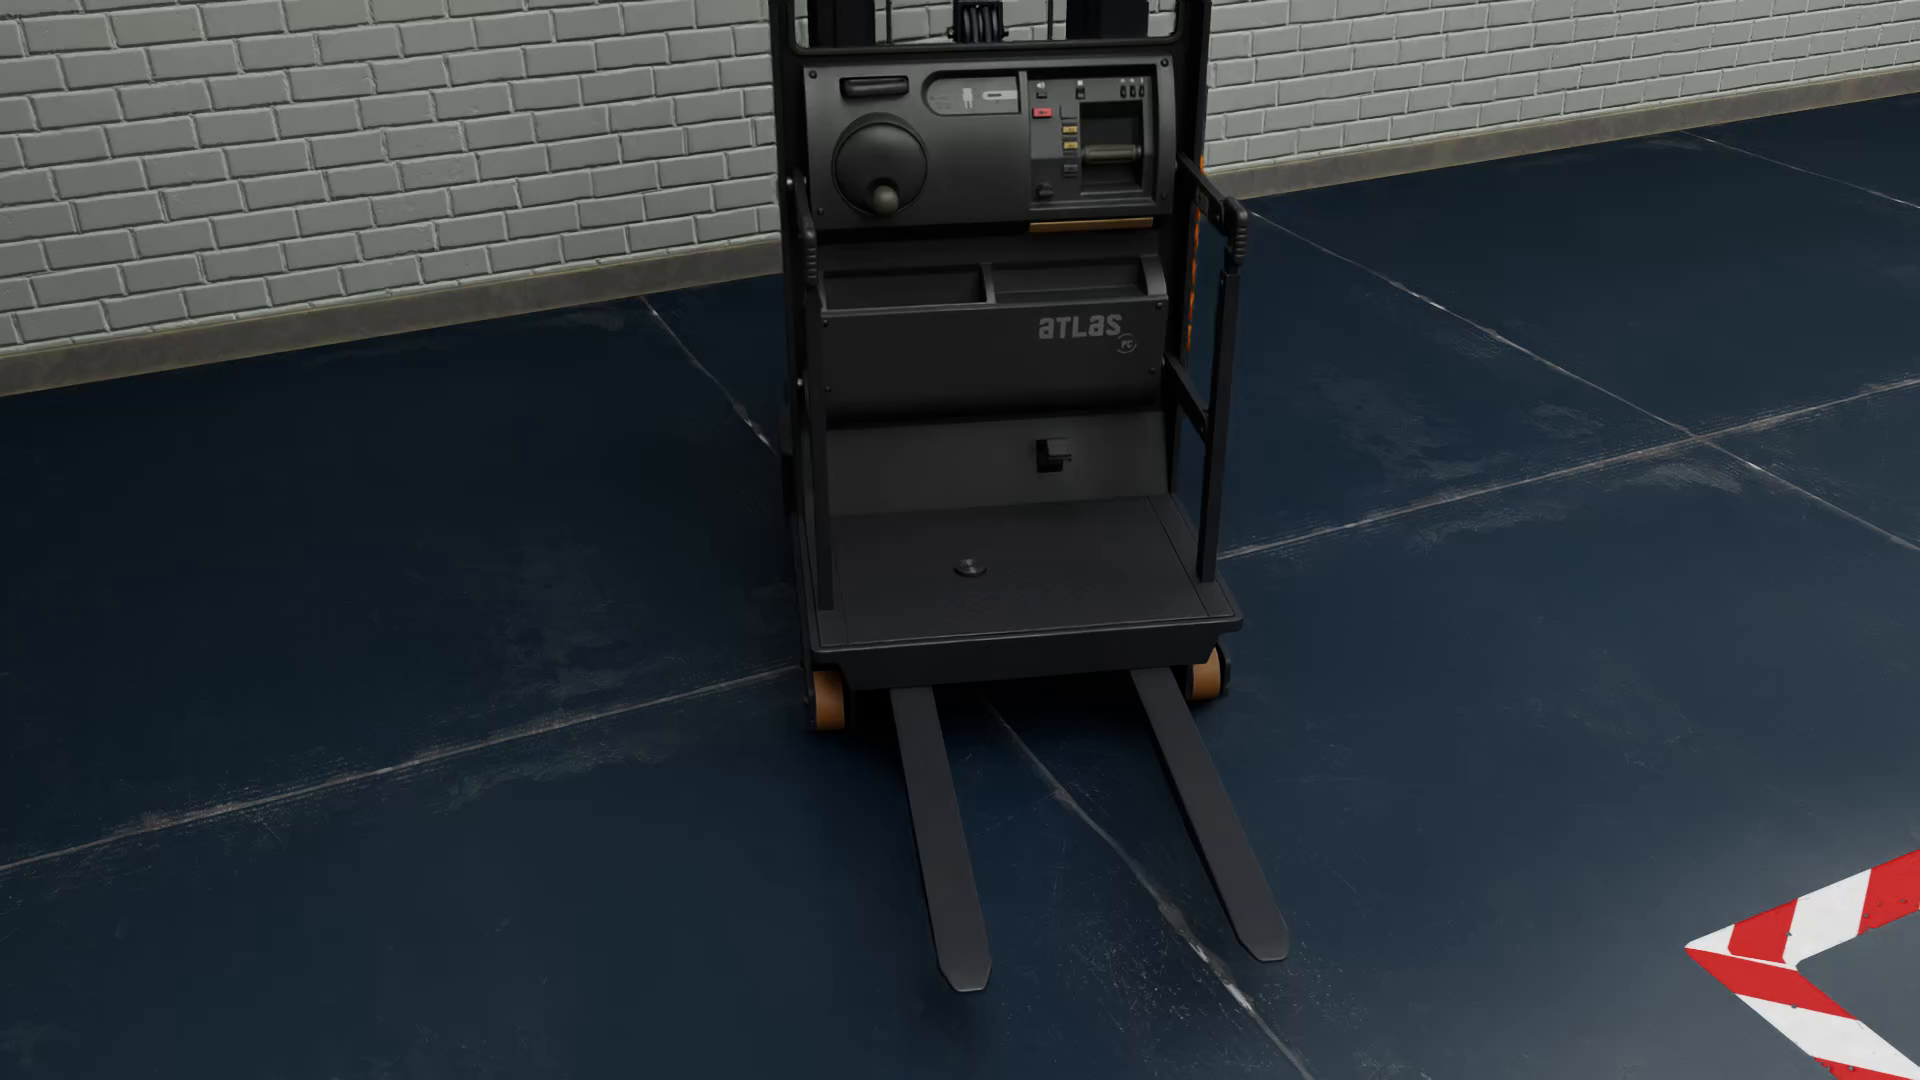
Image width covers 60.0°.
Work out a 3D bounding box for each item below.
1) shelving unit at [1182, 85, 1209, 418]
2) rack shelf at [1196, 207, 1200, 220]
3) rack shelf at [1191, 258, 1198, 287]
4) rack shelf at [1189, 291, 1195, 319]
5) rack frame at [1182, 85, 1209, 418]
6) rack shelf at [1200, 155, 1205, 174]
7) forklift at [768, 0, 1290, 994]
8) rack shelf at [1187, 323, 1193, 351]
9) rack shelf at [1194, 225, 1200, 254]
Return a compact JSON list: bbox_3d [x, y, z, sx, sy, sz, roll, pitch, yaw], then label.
[{"bbox_3d":[0.667,-0.955,5.726,0.258,1.200,0.189,14,32,23],"label":"shelving unit"},{"bbox_3d":[0.667,-1.125,5.630,0.258,0.103,0.180,14,32,23],"label":"rack shelf"},{"bbox_3d":[0.667,-0.916,5.747,0.258,0.103,0.180,14,32,23],"label":"rack shelf"},{"bbox_3d":[0.667,-0.811,5.806,0.258,0.103,0.180,14,32,23],"label":"rack shelf"},{"bbox_3d":[0.707,-0.995,5.797,0.240,1.200,0.006,14,32,23],"label":"rack frame"},{"bbox_3d":[0.667,-1.230,5.571,0.258,0.103,0.180,14,32,23],"label":"rack shelf"},{"bbox_3d":[0.112,-0.962,3.968,1.130,2.935,3.031,-4,30,-7],"label":"forklift"},{"bbox_3d":[0.667,-0.706,5.865,0.258,0.103,0.180,14,32,23],"label":"rack shelf"},{"bbox_3d":[0.667,-1.020,5.689,0.258,0.103,0.180,14,32,23],"label":"rack shelf"}]
